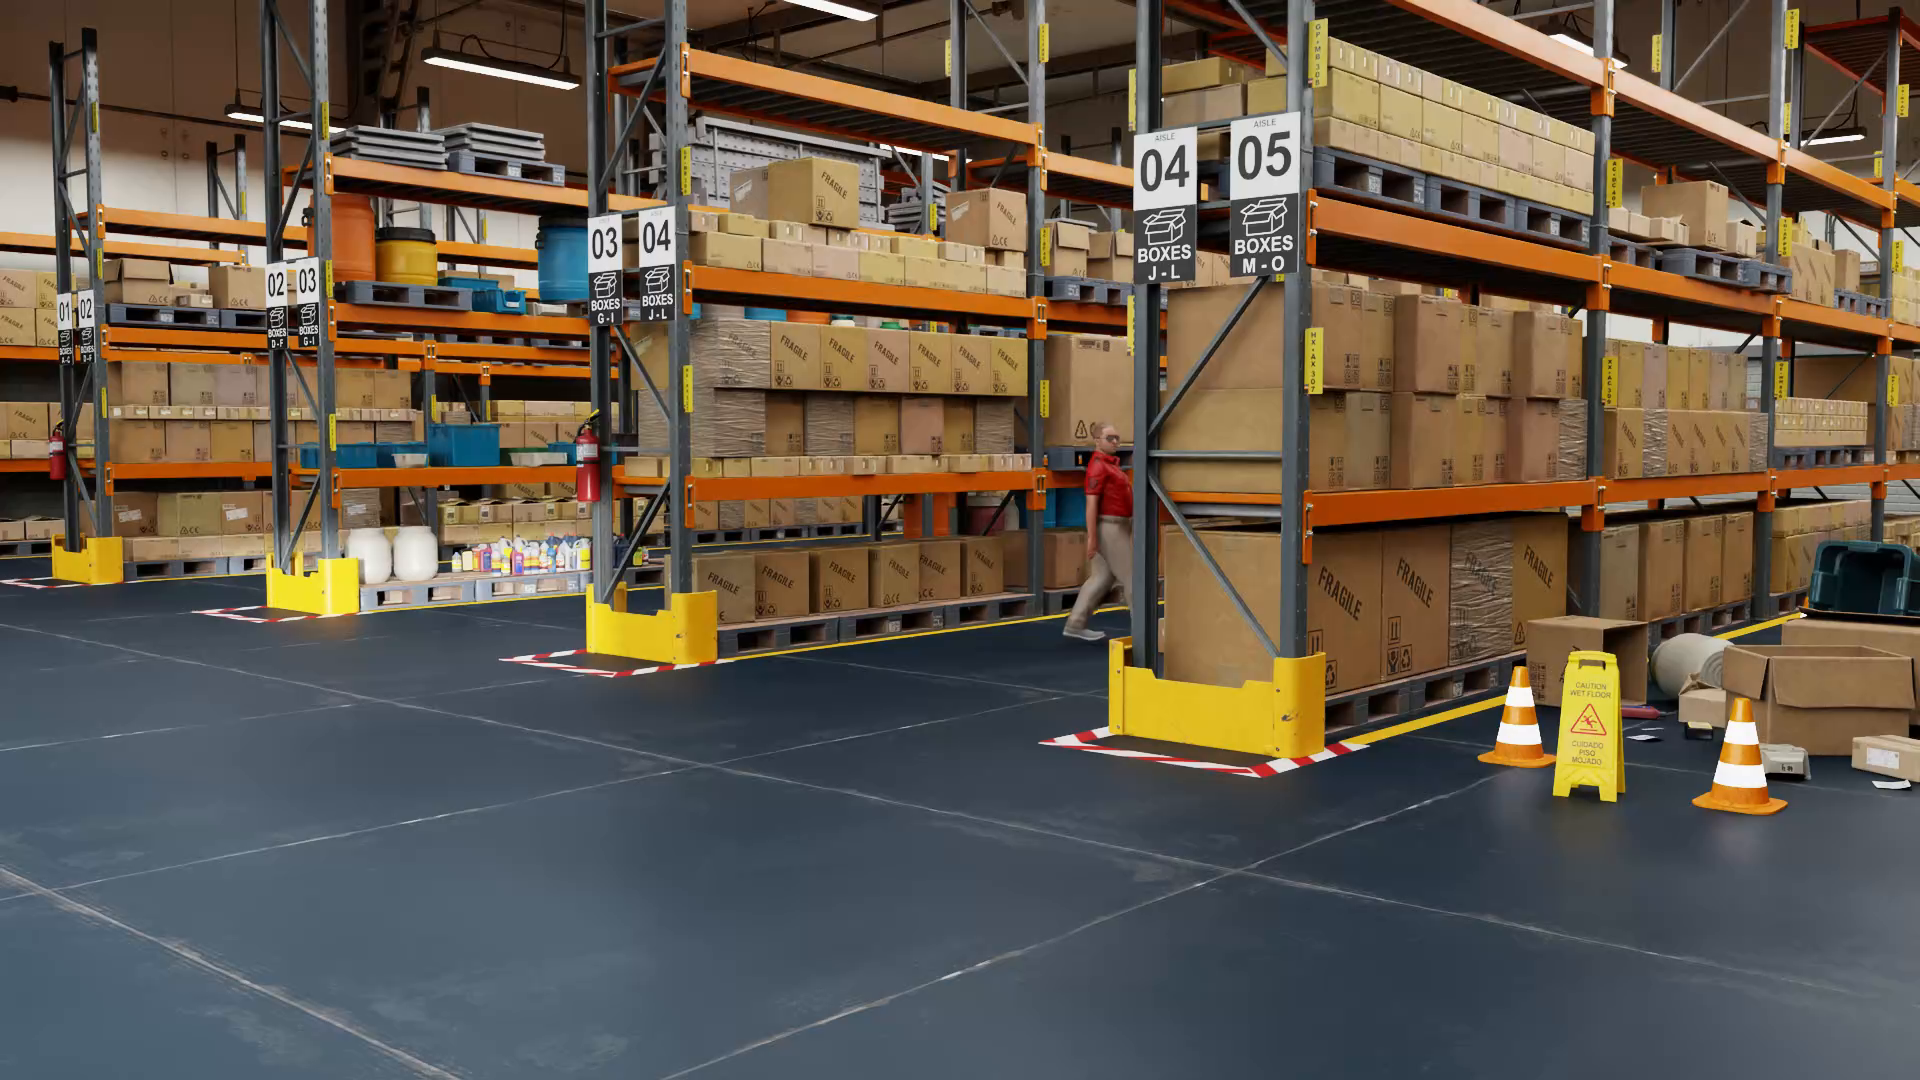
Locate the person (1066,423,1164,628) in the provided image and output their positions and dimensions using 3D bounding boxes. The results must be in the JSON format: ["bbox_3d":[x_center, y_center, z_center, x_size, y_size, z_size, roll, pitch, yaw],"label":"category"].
[{"bbox_3d":[1.177,-0.076,12.694,0.748,1.623,0.586,1,4,11],"label":"person"}]
